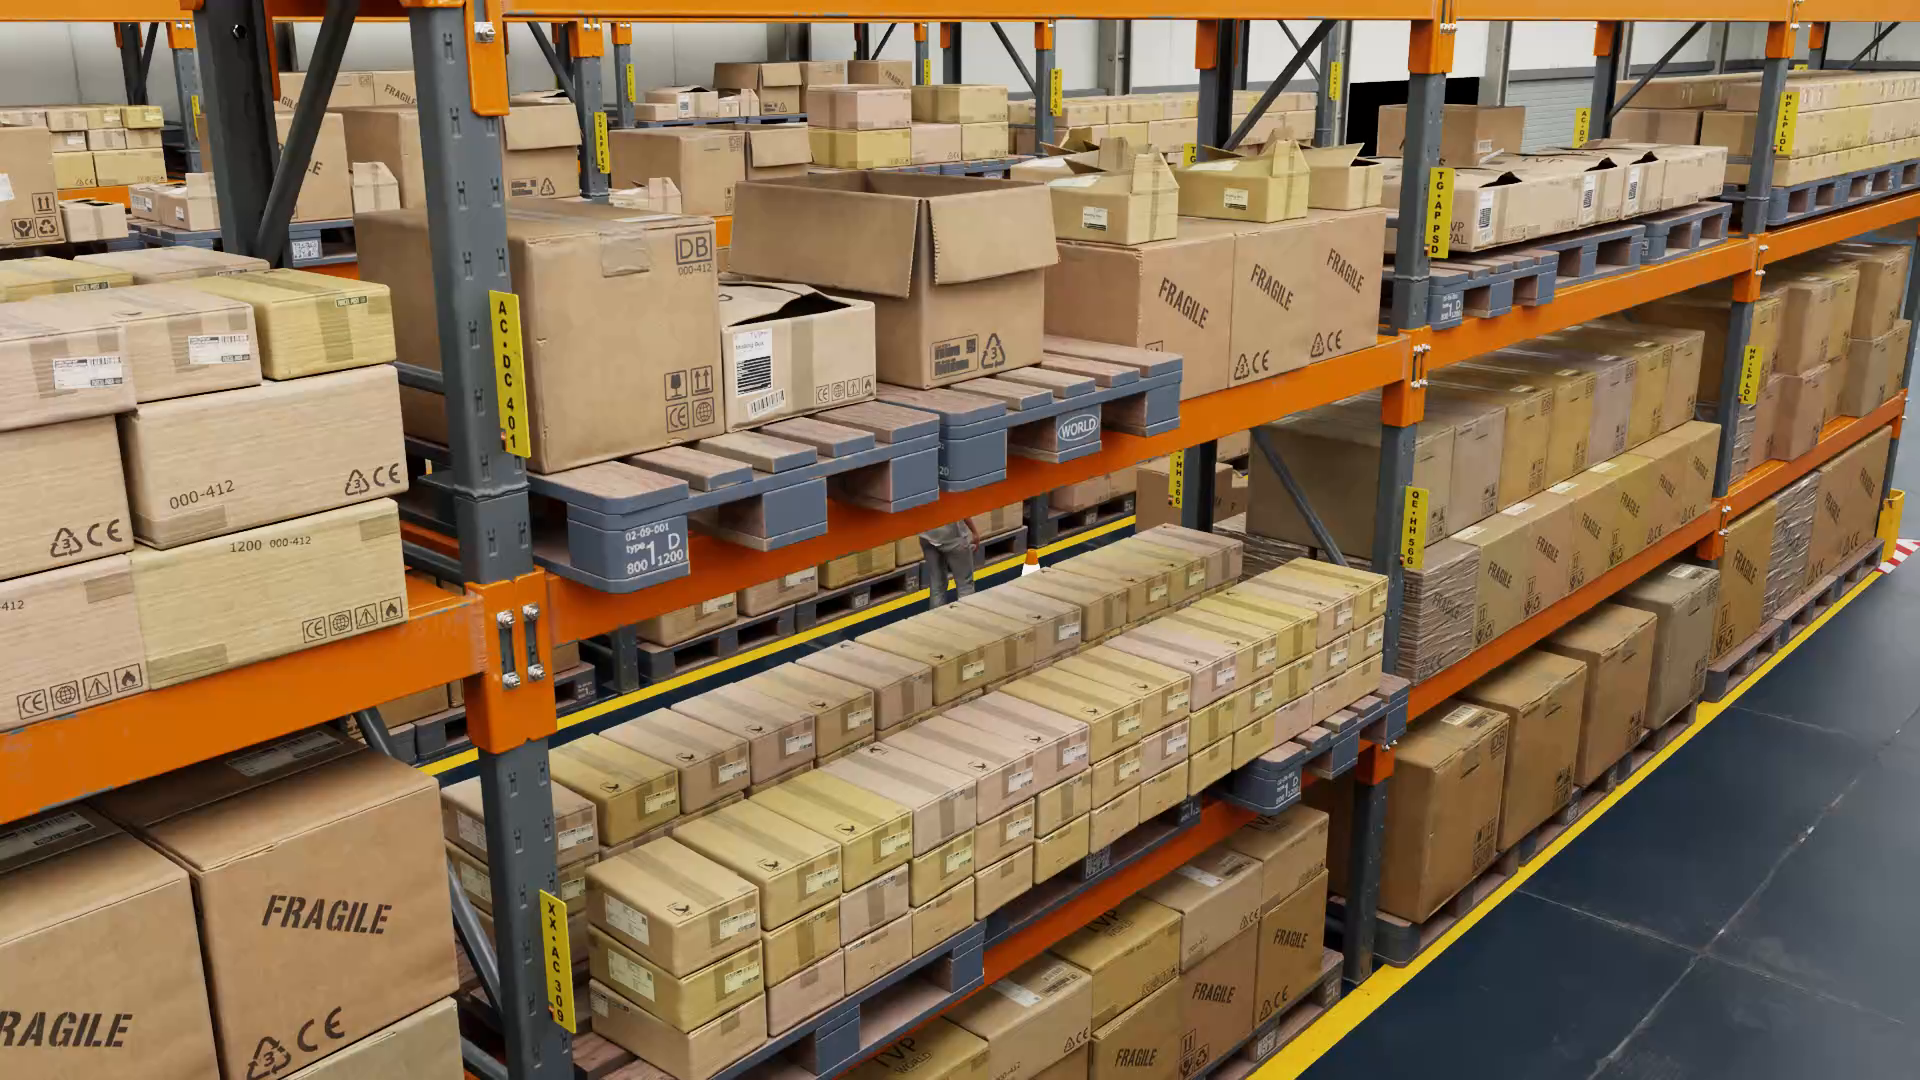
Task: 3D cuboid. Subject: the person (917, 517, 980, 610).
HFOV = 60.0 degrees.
[{"bbox_3d":[-0.048,-0.044,10.674,0.521,1.597,0.475,15,23,39],"label":"person"}]
